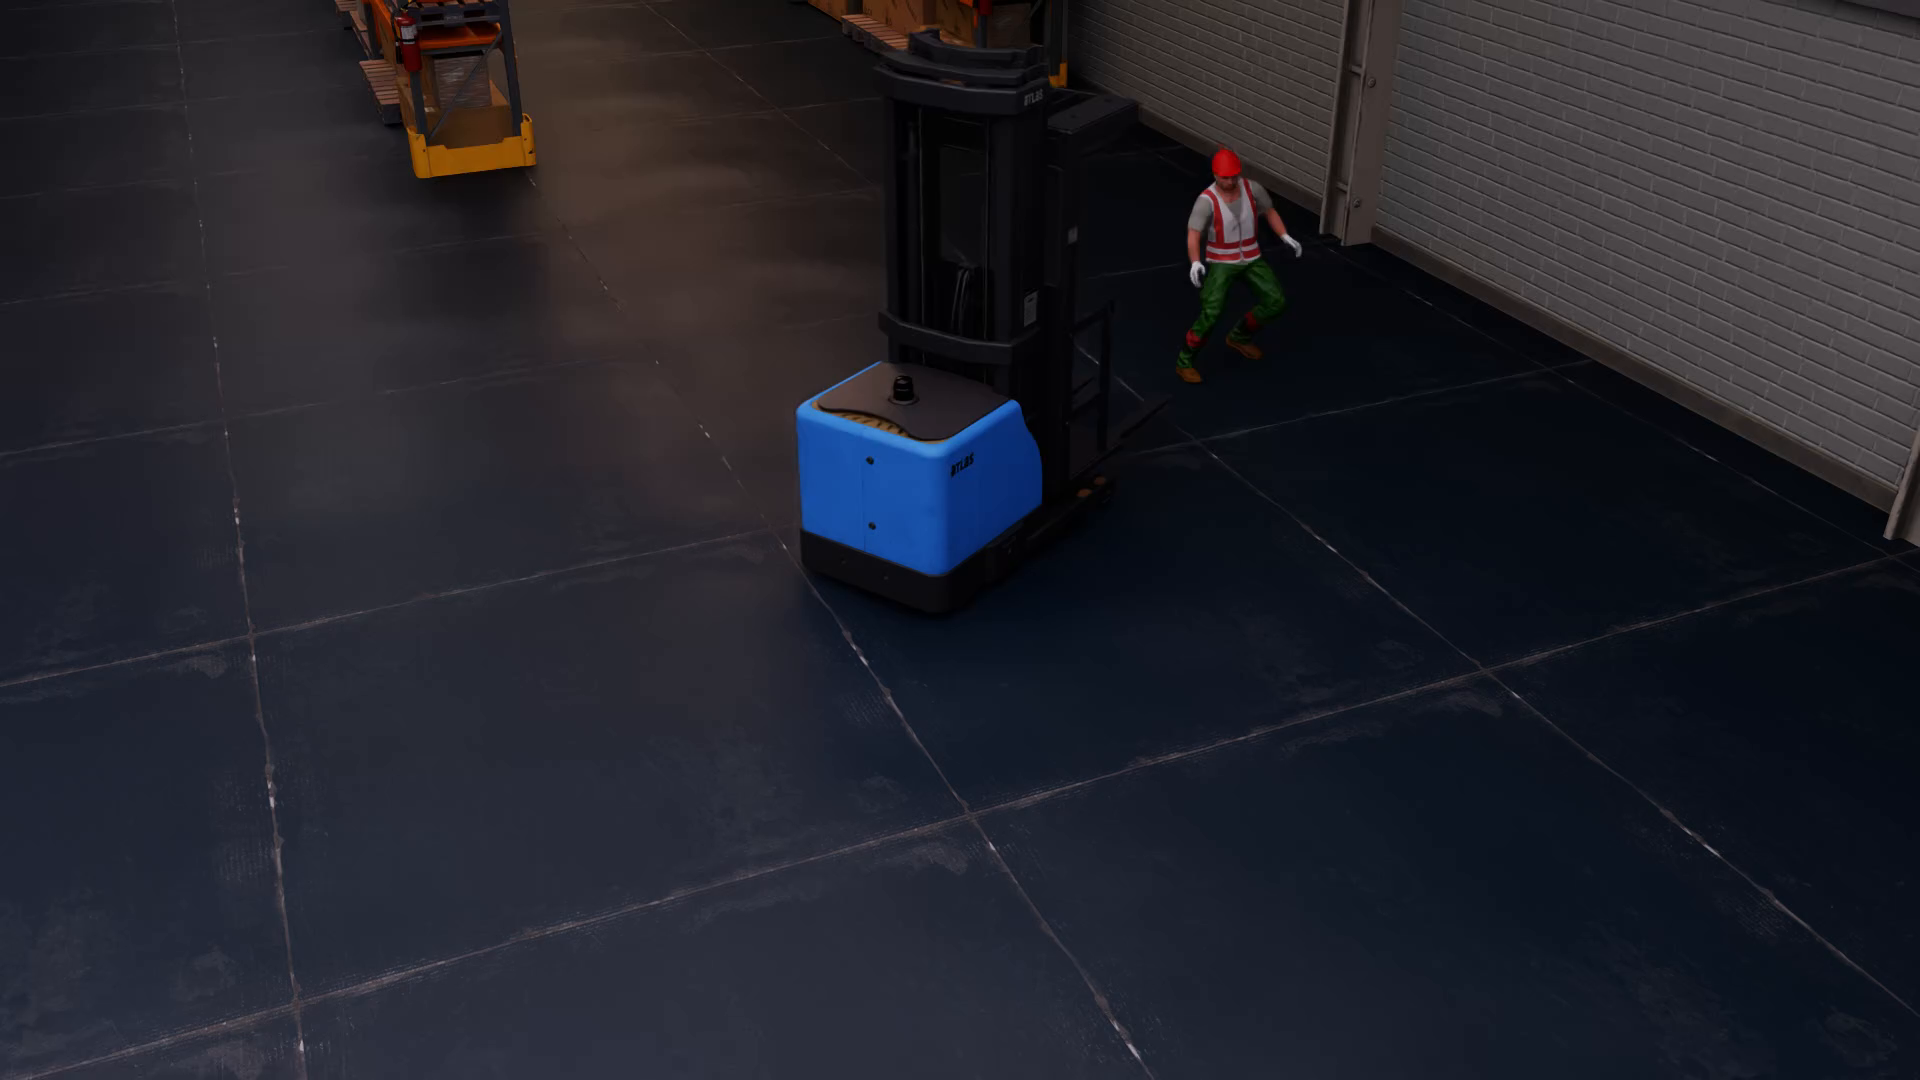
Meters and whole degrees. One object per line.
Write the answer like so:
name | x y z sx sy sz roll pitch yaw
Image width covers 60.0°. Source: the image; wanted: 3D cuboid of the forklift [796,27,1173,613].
forklift | 0.320 -1.548 9.828 1.130 2.935 3.031 19 35 30

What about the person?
person | 1.970 -1.973 11.897 0.913 1.622 0.635 -9 31 -15
